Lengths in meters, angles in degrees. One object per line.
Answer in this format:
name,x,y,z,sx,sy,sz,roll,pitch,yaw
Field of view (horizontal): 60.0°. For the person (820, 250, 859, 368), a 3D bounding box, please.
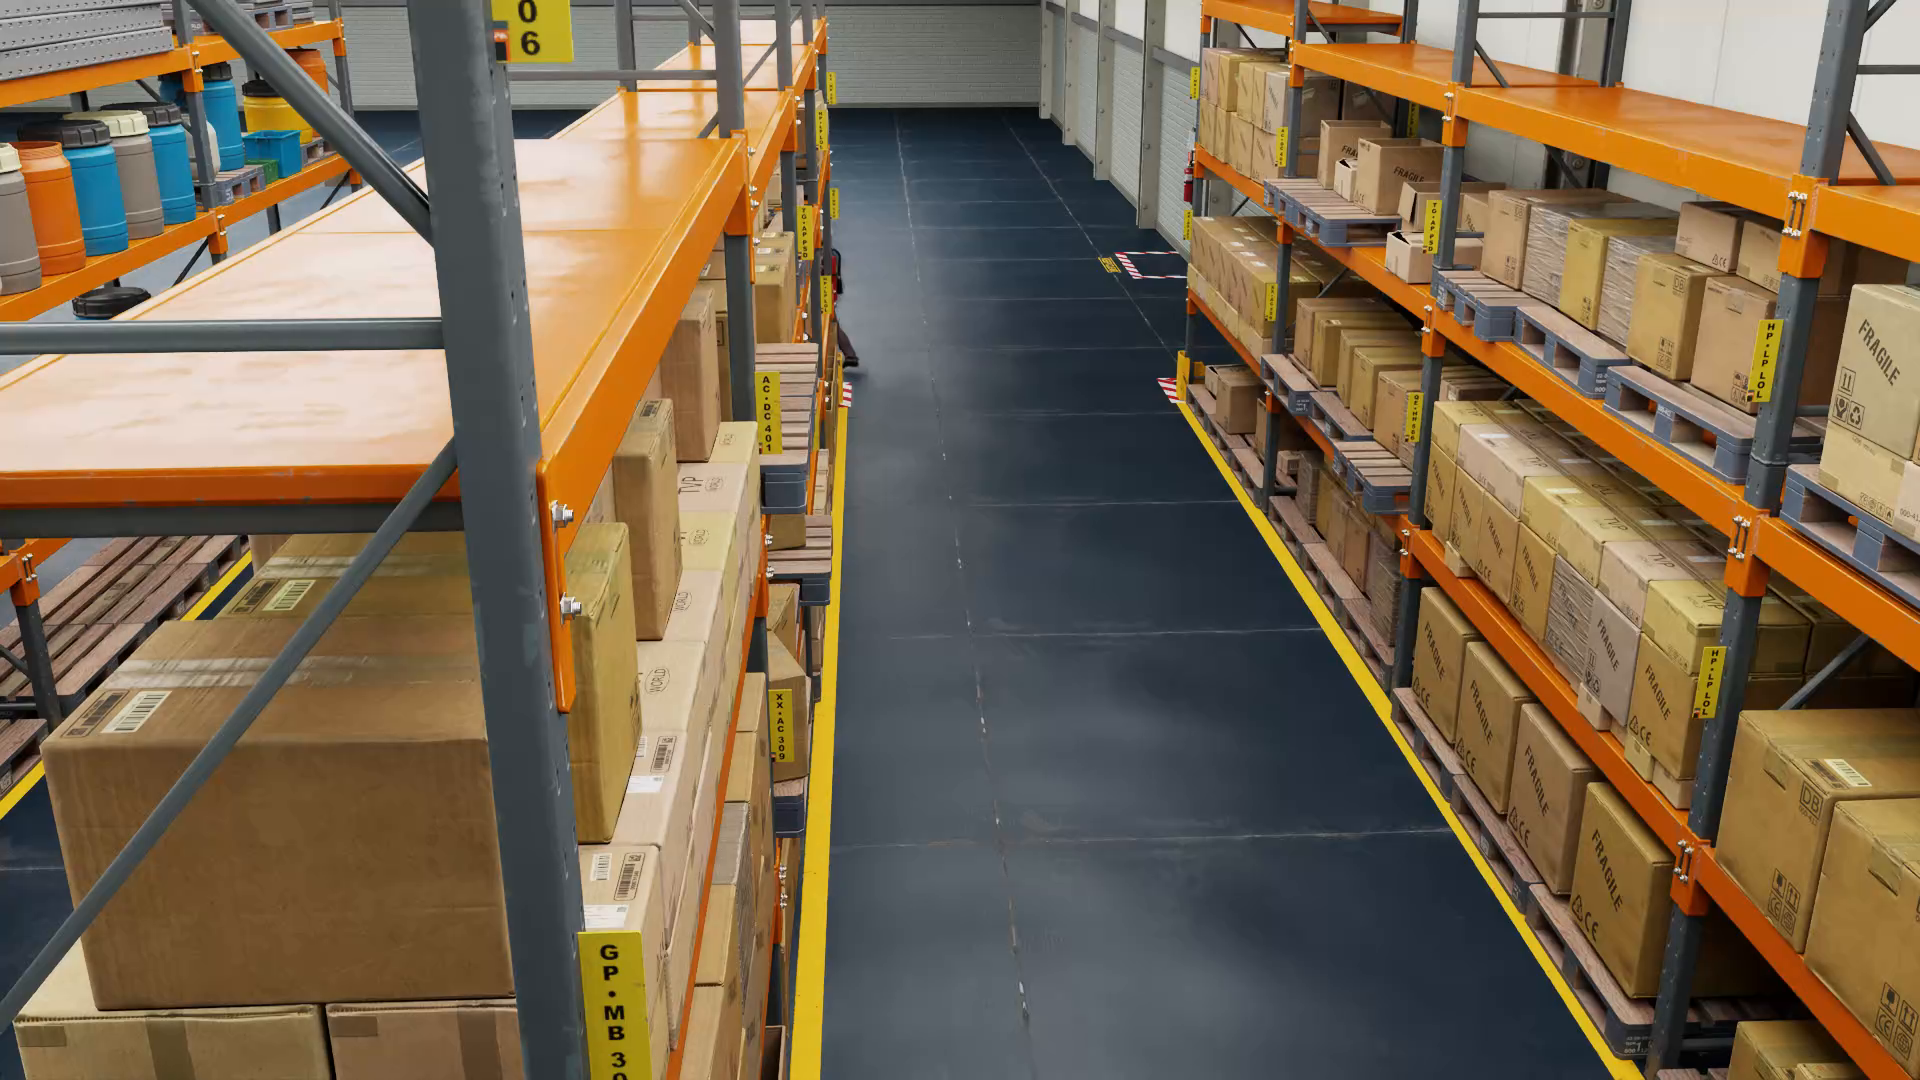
person,-1.730,-2.795,19.530,1.037,1.669,0.662,2,20,5
